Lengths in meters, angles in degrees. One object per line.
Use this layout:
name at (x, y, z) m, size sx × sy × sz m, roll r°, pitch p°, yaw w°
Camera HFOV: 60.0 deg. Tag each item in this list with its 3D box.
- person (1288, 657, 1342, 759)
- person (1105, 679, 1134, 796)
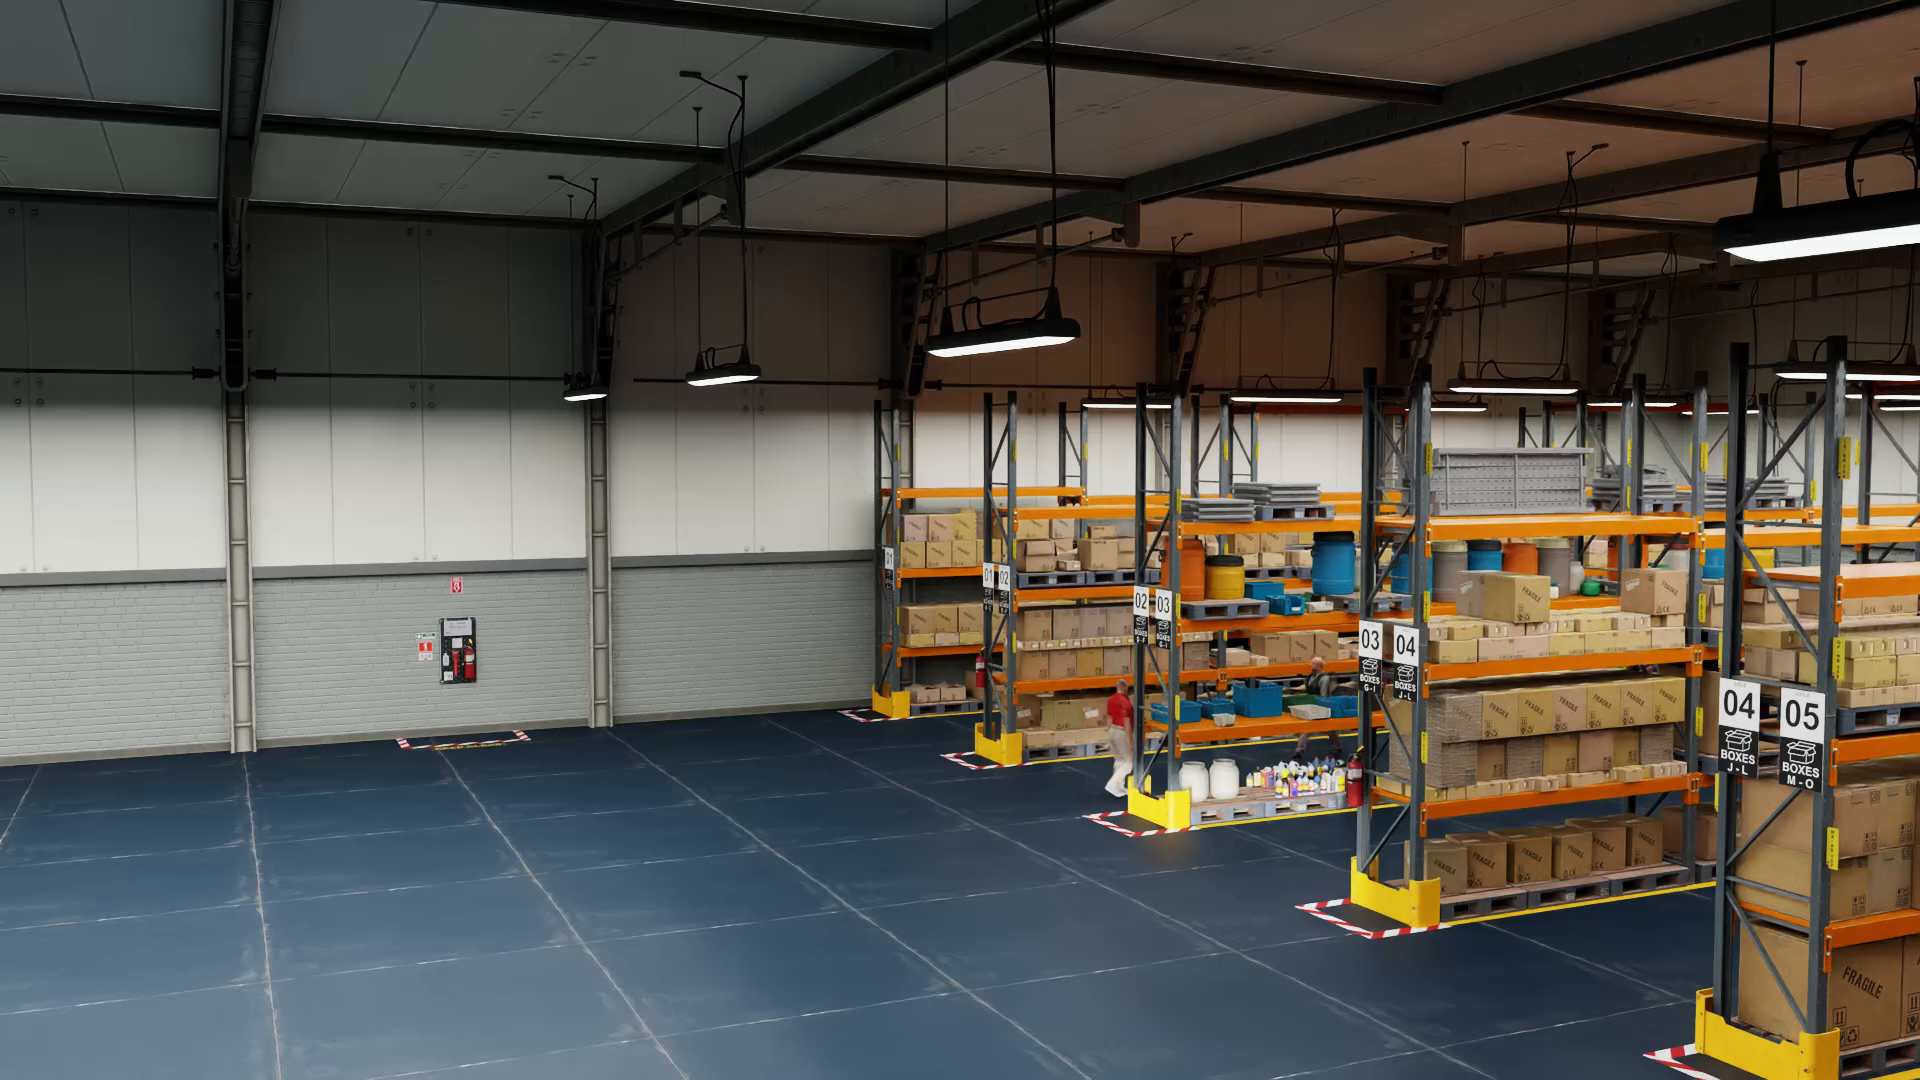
person at (5.816, 2.732, 27.090) m, size 1.103 × 1.655 × 0.509 m, roll -3°, pitch 4°, yaw -40°
person at (2.335, 2.892, 24.329) m, size 0.565 × 1.723 × 0.571 m, roll -2°, pitch 4°, yaw -26°
